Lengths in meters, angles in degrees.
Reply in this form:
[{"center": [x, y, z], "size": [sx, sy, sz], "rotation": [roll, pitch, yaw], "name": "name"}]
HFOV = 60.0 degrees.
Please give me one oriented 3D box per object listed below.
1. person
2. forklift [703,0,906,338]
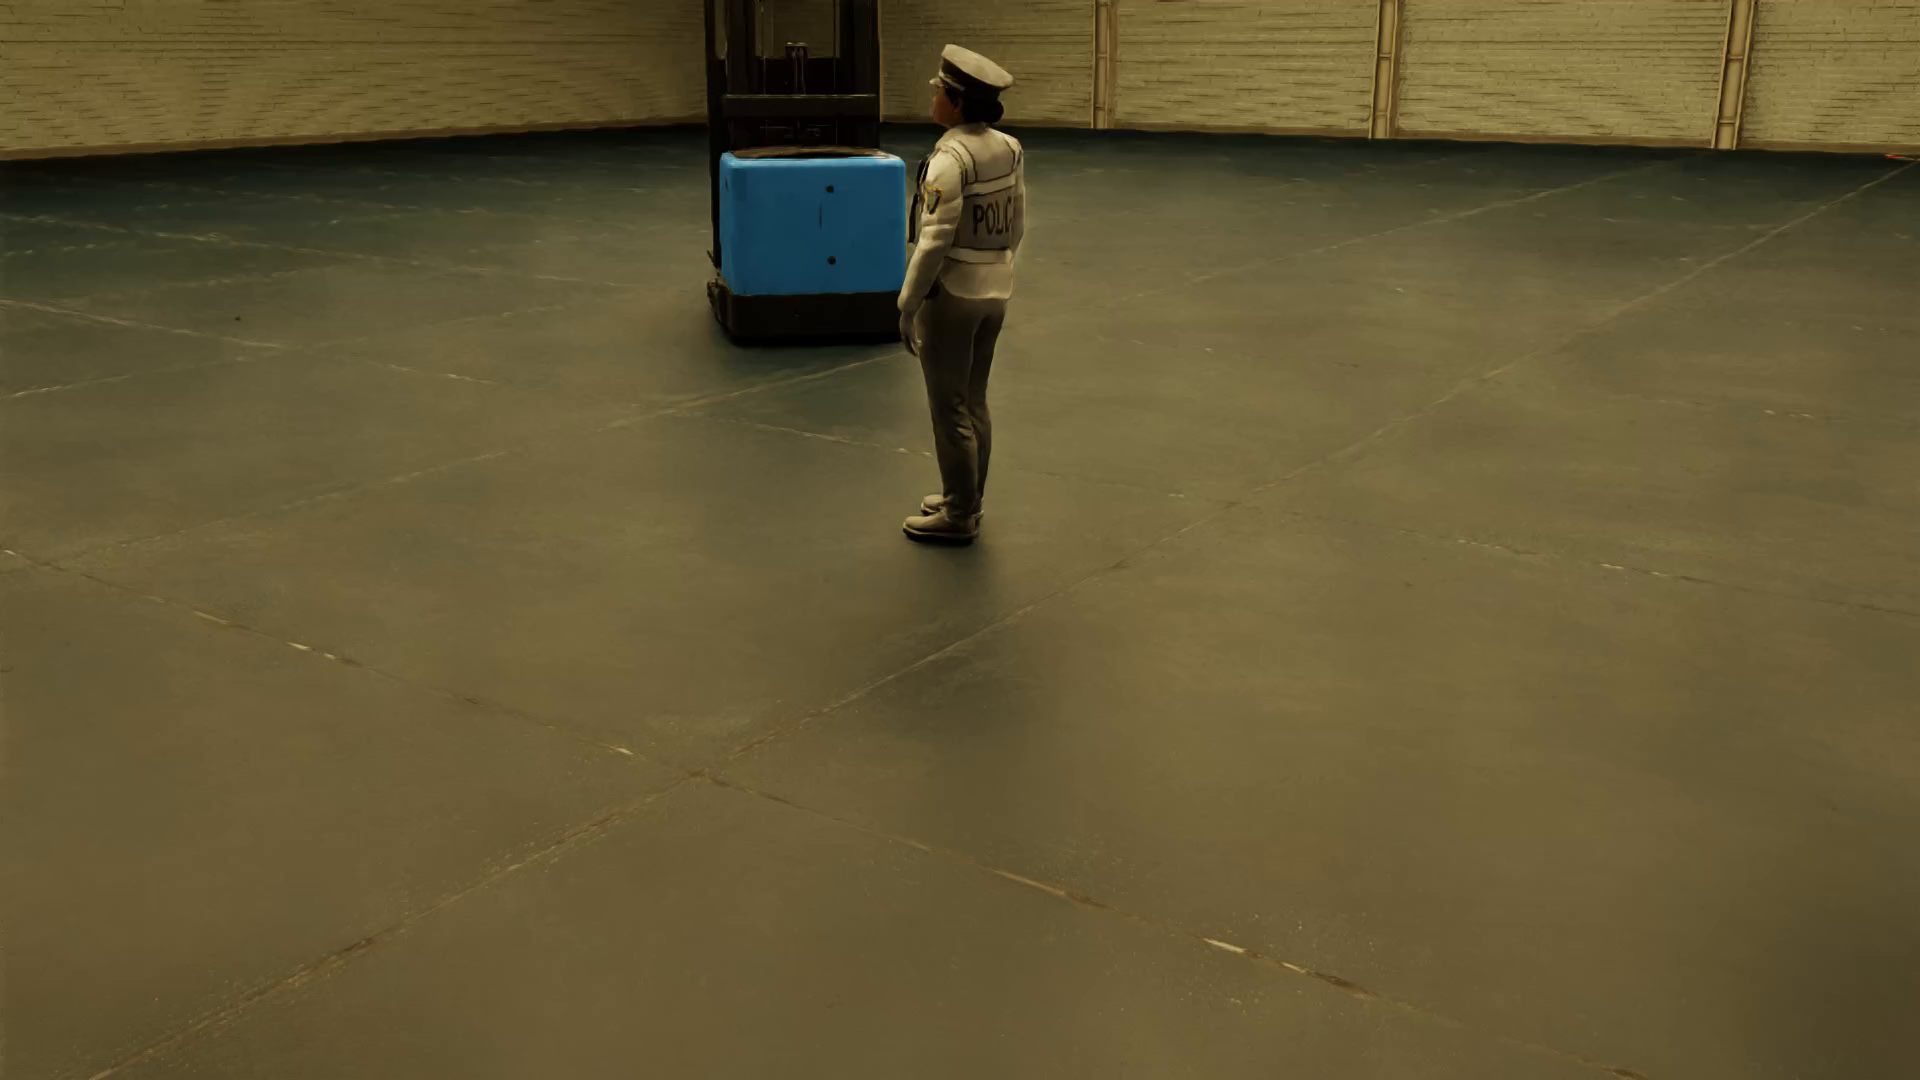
[{"center": [-0.052, -0.832, 5.746], "size": [0.532, 1.695, 0.586], "rotation": [11, 20, 33], "name": "person"}, {"center": [-1.105, -2.966, 10.752], "size": [1.130, 2.935, 3.031], "rotation": [-3, 17, -11], "name": "forklift"}]
